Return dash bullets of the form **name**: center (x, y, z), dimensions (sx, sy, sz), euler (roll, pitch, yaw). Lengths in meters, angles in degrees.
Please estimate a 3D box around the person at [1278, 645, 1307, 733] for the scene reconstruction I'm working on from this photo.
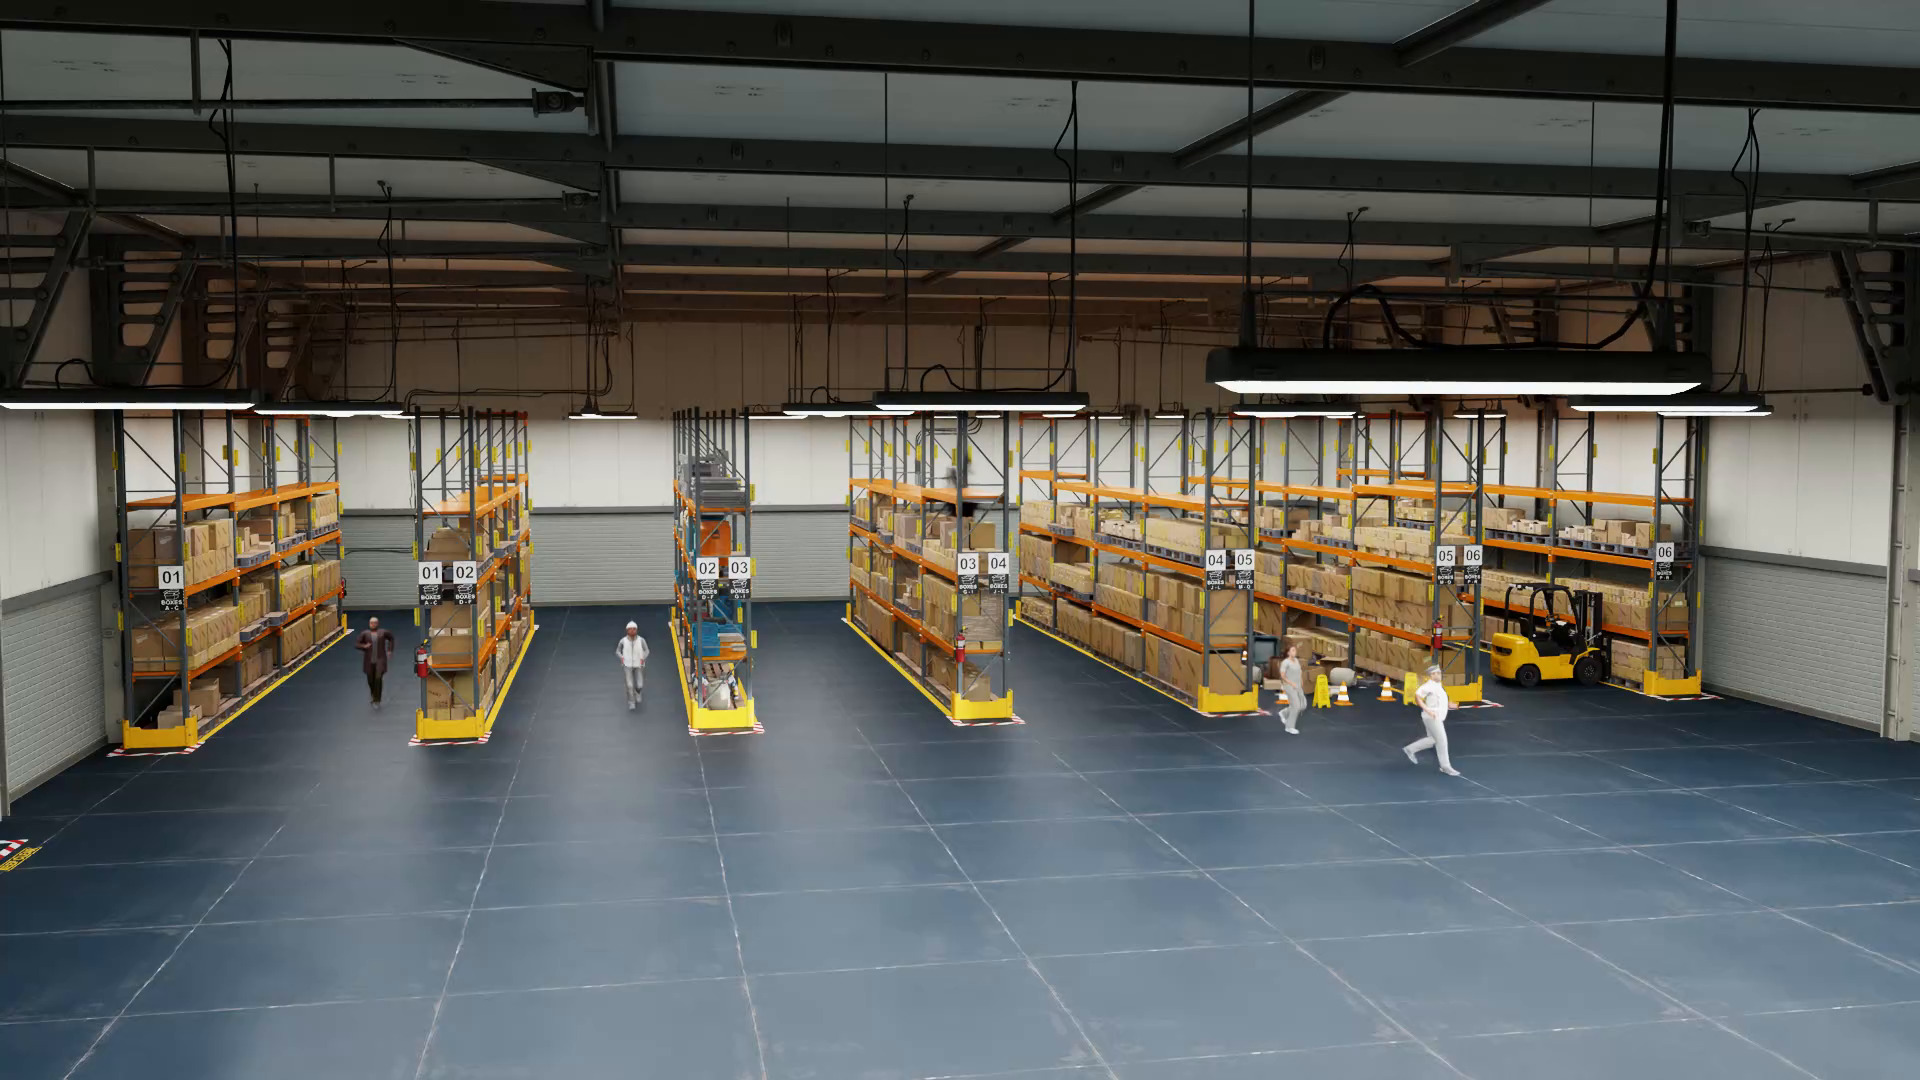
- **person**: center (6.109, 2.735, 30.660), dimensions (0.568, 1.635, 0.542), euler (-4, 6, -44)

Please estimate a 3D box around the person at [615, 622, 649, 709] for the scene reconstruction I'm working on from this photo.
- **person**: center (-6.539, 2.501, 33.200), dimensions (0.657, 1.721, 0.609), euler (-1, 4, -13)

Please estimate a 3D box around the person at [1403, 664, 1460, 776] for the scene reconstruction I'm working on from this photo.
- **person**: center (7.710, 2.913, 27.161), dimensions (0.951, 1.791, 0.664), euler (2, 5, 29)

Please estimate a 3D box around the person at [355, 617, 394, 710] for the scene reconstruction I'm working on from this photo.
- **person**: center (-11.732, 2.438, 33.316), dimensions (0.714, 1.798, 1.007), euler (-1, 4, -13)
